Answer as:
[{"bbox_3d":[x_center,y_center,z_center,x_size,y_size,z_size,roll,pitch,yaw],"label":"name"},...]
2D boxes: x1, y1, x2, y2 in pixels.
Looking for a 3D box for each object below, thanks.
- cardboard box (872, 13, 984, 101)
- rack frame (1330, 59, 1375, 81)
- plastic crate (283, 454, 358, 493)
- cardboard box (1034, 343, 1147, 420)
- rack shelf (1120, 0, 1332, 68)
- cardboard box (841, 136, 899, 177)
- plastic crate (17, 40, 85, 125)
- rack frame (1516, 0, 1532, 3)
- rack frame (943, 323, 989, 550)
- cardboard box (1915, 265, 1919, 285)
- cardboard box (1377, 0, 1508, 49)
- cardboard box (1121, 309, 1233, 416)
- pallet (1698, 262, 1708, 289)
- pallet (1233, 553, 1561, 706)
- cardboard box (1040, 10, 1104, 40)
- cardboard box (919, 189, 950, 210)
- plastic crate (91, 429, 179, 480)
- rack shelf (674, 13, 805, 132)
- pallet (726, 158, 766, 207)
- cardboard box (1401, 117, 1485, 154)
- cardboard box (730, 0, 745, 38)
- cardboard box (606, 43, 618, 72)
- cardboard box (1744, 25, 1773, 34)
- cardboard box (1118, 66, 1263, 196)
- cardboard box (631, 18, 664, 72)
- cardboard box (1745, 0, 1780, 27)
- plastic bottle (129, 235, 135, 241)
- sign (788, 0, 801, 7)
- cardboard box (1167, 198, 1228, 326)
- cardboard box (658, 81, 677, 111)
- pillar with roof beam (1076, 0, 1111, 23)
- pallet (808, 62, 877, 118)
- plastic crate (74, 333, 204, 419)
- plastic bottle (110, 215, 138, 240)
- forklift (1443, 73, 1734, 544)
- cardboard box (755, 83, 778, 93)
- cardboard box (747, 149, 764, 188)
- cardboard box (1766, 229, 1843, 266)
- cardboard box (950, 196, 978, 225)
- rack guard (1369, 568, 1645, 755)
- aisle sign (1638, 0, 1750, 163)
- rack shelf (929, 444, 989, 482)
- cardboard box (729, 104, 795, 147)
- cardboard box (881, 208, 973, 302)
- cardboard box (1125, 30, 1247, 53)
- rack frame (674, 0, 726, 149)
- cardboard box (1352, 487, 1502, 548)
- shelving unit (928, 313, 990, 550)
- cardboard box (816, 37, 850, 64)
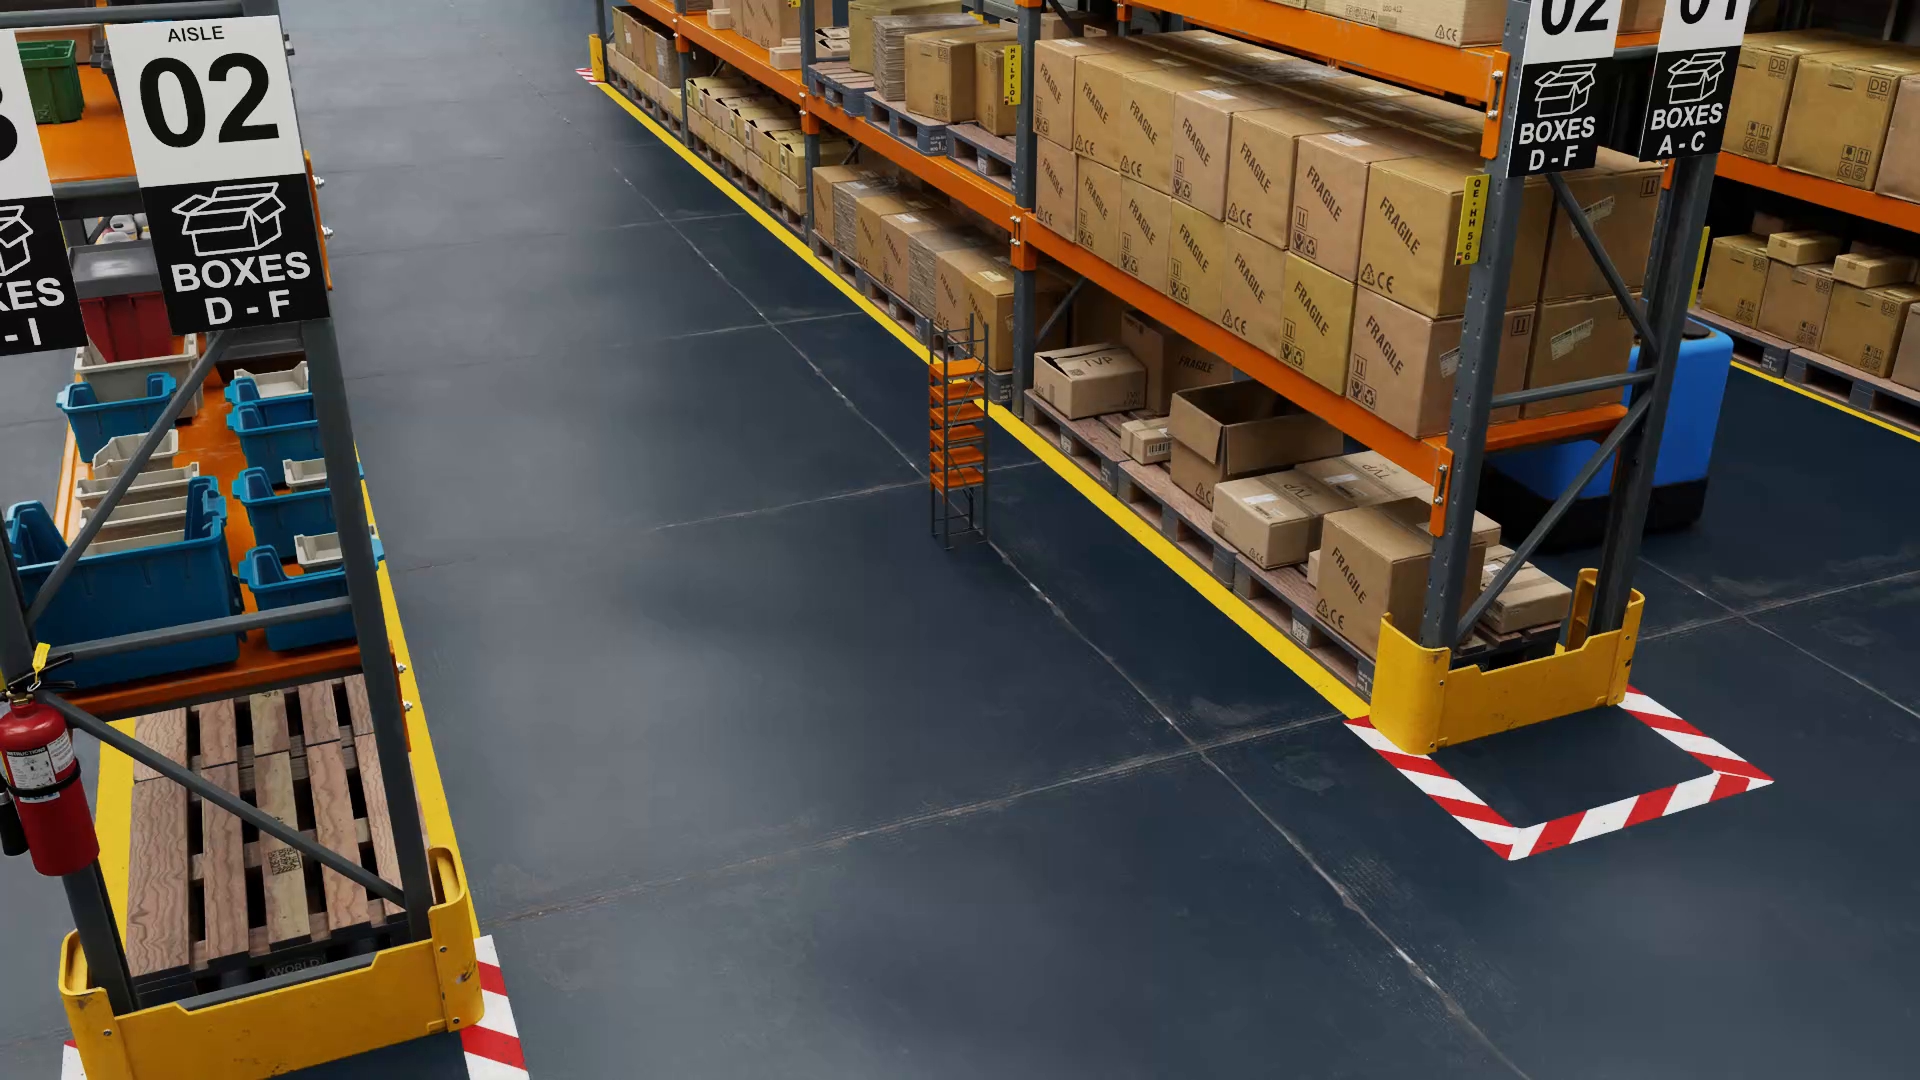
[{"bbox_3d":[-0.228,-3.408,11.719,0.700,0.500,0.500,-5,27,-11],"label":"cardboard box"},{"bbox_3d":[3.796,-4.664,14.884,1.000,3.000,0.127,-11,28,-21],"label":"rack frame"},{"bbox_3d":[-2.295,-0.215,6.003,0.250,0.136,0.298,-11,28,-21],"label":"plastic crate"},{"bbox_3d":[0.771,-0.980,9.901,0.500,0.311,0.500,-11,28,-21],"label":"cardboard box"},{"bbox_3d":[3.013,-5.148,16.696,1.077,0.370,4.000,-11,28,-21],"label":"rack shelf"},{"bbox_3d":[-0.695,-3.279,14.063,0.500,0.311,0.500,-10,28,-19],"label":"cardboard box"},{"bbox_3d":[-2.836,-1.334,4.887,0.450,0.188,0.336,-11,28,-21],"label":"plastic crate"},{"bbox_3d":[2.373,-3.278,5.207,1.000,3.000,0.127,-11,28,-21],"label":"rack frame"},{"bbox_3d":[0.030,-0.508,8.423,0.240,1.200,0.006,-11,28,-21],"label":"rack frame"},{"bbox_3d":[6.199,-1.655,10.351,0.380,0.149,0.250,-11,28,-22],"label":"cardboard box"},{"bbox_3d":[1.929,-2.025,6.230,0.500,0.250,0.500,-11,28,-21],"label":"cardboard box"},{"bbox_3d":[1.290,-1.090,9.911,0.500,0.500,0.500,-11,28,-21],"label":"cardboard box"},{"bbox_3d":[4.991,-2.095,12.800,1.003,0.211,1.213,-11,28,-21],"label":"pallet"},{"bbox_3d":[2.030,0.319,7.857,1.003,0.211,1.213,-11,28,-21],"label":"pallet"},{"bbox_3d":[1.316,-6.139,20.252,0.700,0.500,0.500,-12,29,-24],"label":"cardboard box"},{"bbox_3d":[0.024,-2.340,12.471,0.500,0.500,0.500,-12,28,-22],"label":"cardboard box"},{"bbox_3d":[-3.037,-0.283,6.143,0.298,0.136,0.250,-11,28,-21],"label":"plastic crate"},{"bbox_3d":[-1.544,-4.296,14.950,1.077,0.370,4.000,-11,28,-21],"label":"rack shelf"},{"bbox_3d":[-1.521,-3.389,15.451,1.003,0.211,1.213,-11,28,-21],"label":"pallet"},{"bbox_3d":[2.230,-1.510,7.171,0.500,0.500,0.500,-10,28,-20],"label":"cardboard box"},{"bbox_3d":[-1.835,-4.946,15.347,0.500,0.500,0.500,-9,27,-17],"label":"cardboard box"},{"bbox_3d":[-3.888,-5.740,19.742,0.500,0.250,0.500,-11,28,-21],"label":"cardboard box"},{"bbox_3d":[5.414,-3.466,11.954,0.500,0.500,0.500,-12,28,-22],"label":"cardboard box"},{"bbox_3d":[1.135,-2.037,8.249,0.500,0.500,0.500,-11,28,-22],"label":"cardboard box"},{"bbox_3d":[-3.303,-5.471,18.336,0.500,0.500,0.500,-11,28,-21],"label":"cardboard box"},{"bbox_3d":[5.422,-3.805,11.793,0.500,0.250,0.500,-10,28,-19],"label":"cardboard box"},{"bbox_3d":[-4.272,-1.468,8.564,0.097,0.201,0.097,0,26,0],"label":"plastic bottle"},{"bbox_3d":[-1.270,-4.235,12.686,0.100,0.325,0.005,-11,28,-21],"label":"sign"},{"bbox_3d":[1.353,-1.376,8.035,0.500,0.500,0.500,-11,28,-21],"label":"cardboard box"},{"bbox_3d":[-2.896,-4.733,17.680,0.500,0.250,0.500,-11,28,-21],"label":"cardboard box"},{"bbox_3d":[-2.228,-9.716,18.393,9.100,9.000,0.400,-11,28,-21],"label":"pillar with roof beam"},{"bbox_3d":[-0.430,-3.464,12.644,1.213,0.211,1.003,-11,28,-21],"label":"pallet"},{"bbox_3d":[-3.325,-0.673,6.776,0.437,0.282,0.530,-11,28,-21],"label":"plastic crate"},{"bbox_3d":[-4.348,-1.543,8.632,0.152,0.276,0.135,-11,28,-21],"label":"plastic bottle"},{"bbox_3d":[2.981,-1.919,9.339,1.130,2.935,3.031,-9,27,-17],"label":"forklift"},{"bbox_3d":[-1.695,-4.308,16.172,0.500,0.311,0.500,-10,28,-19],"label":"cardboard box"},{"bbox_3d":[-1.590,-3.346,14.840,0.500,0.250,0.500,-10,28,-19],"label":"cardboard box"},{"bbox_3d":[5.527,-1.917,10.889,0.380,0.149,0.250,-10,28,-19],"label":"cardboard box"},{"bbox_3d":[0.252,-2.452,11.845,0.500,0.250,0.500,-11,28,-22],"label":"cardboard box"},{"bbox_3d":[2.343,0.511,7.135,1.175,0.500,0.348,-11,28,-21],"label":"rack guard"},{"bbox_3d":[2.670,-1.773,6.000,0.394,0.787,0.004,-11,28,-21],"label":"aisle sign"},{"bbox_3d":[-0.006,-0.397,8.571,0.258,0.103,0.180,-11,28,-21],"label":"rack shelf"},{"bbox_3d":[-1.791,-3.802,15.133,0.500,0.311,0.500,-10,28,-19],"label":"cardboard box"},{"bbox_3d":[-0.234,-2.030,11.836,0.500,0.500,0.500,-12,28,-22],"label":"cardboard box"},{"bbox_3d":[1.242,-2.531,9.262,0.500,0.500,0.500,-10,28,-20],"label":"cardboard box"},{"bbox_3d":[-2.327,-5.426,16.445,1.000,3.000,0.127,-11,28,-21],"label":"rack frame"},{"bbox_3d":[2.225,-0.014,7.993,0.500,0.250,0.500,-11,28,-21],"label":"cardboard box"},{"bbox_3d":[-0.006,-0.545,8.499,0.258,1.200,0.189,-11,28,-21],"label":"shelving unit"},{"bbox_3d":[-0.863,-3.926,13.474,0.500,0.311,0.500,-9,27,-17],"label":"cardboard box"}]
